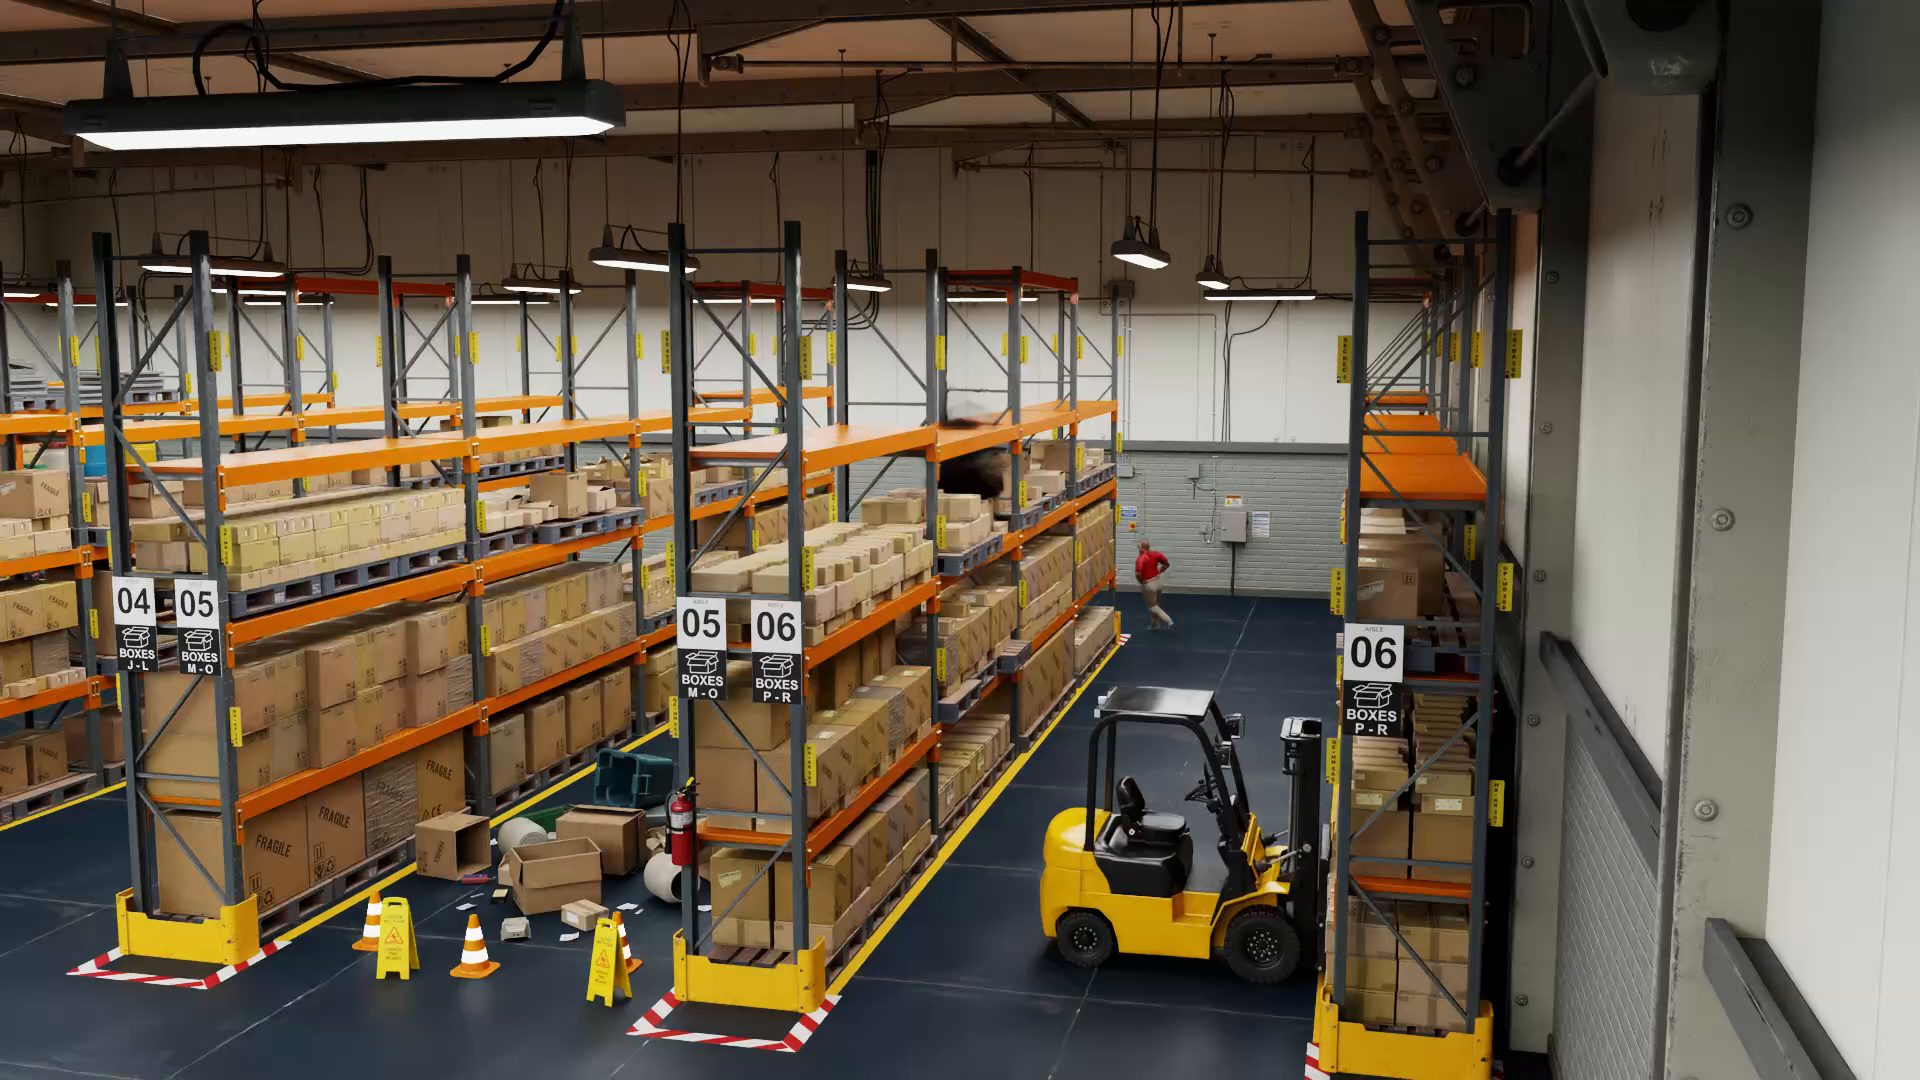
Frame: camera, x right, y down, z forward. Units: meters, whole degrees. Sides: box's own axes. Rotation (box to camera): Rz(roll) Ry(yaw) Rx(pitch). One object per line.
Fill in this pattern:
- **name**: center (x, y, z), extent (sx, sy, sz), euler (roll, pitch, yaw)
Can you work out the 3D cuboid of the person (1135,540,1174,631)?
- **person**: center (3.322, 0.817, 29.038), extent (0.784, 1.669, 0.794), euler (-5, 9, -36)
